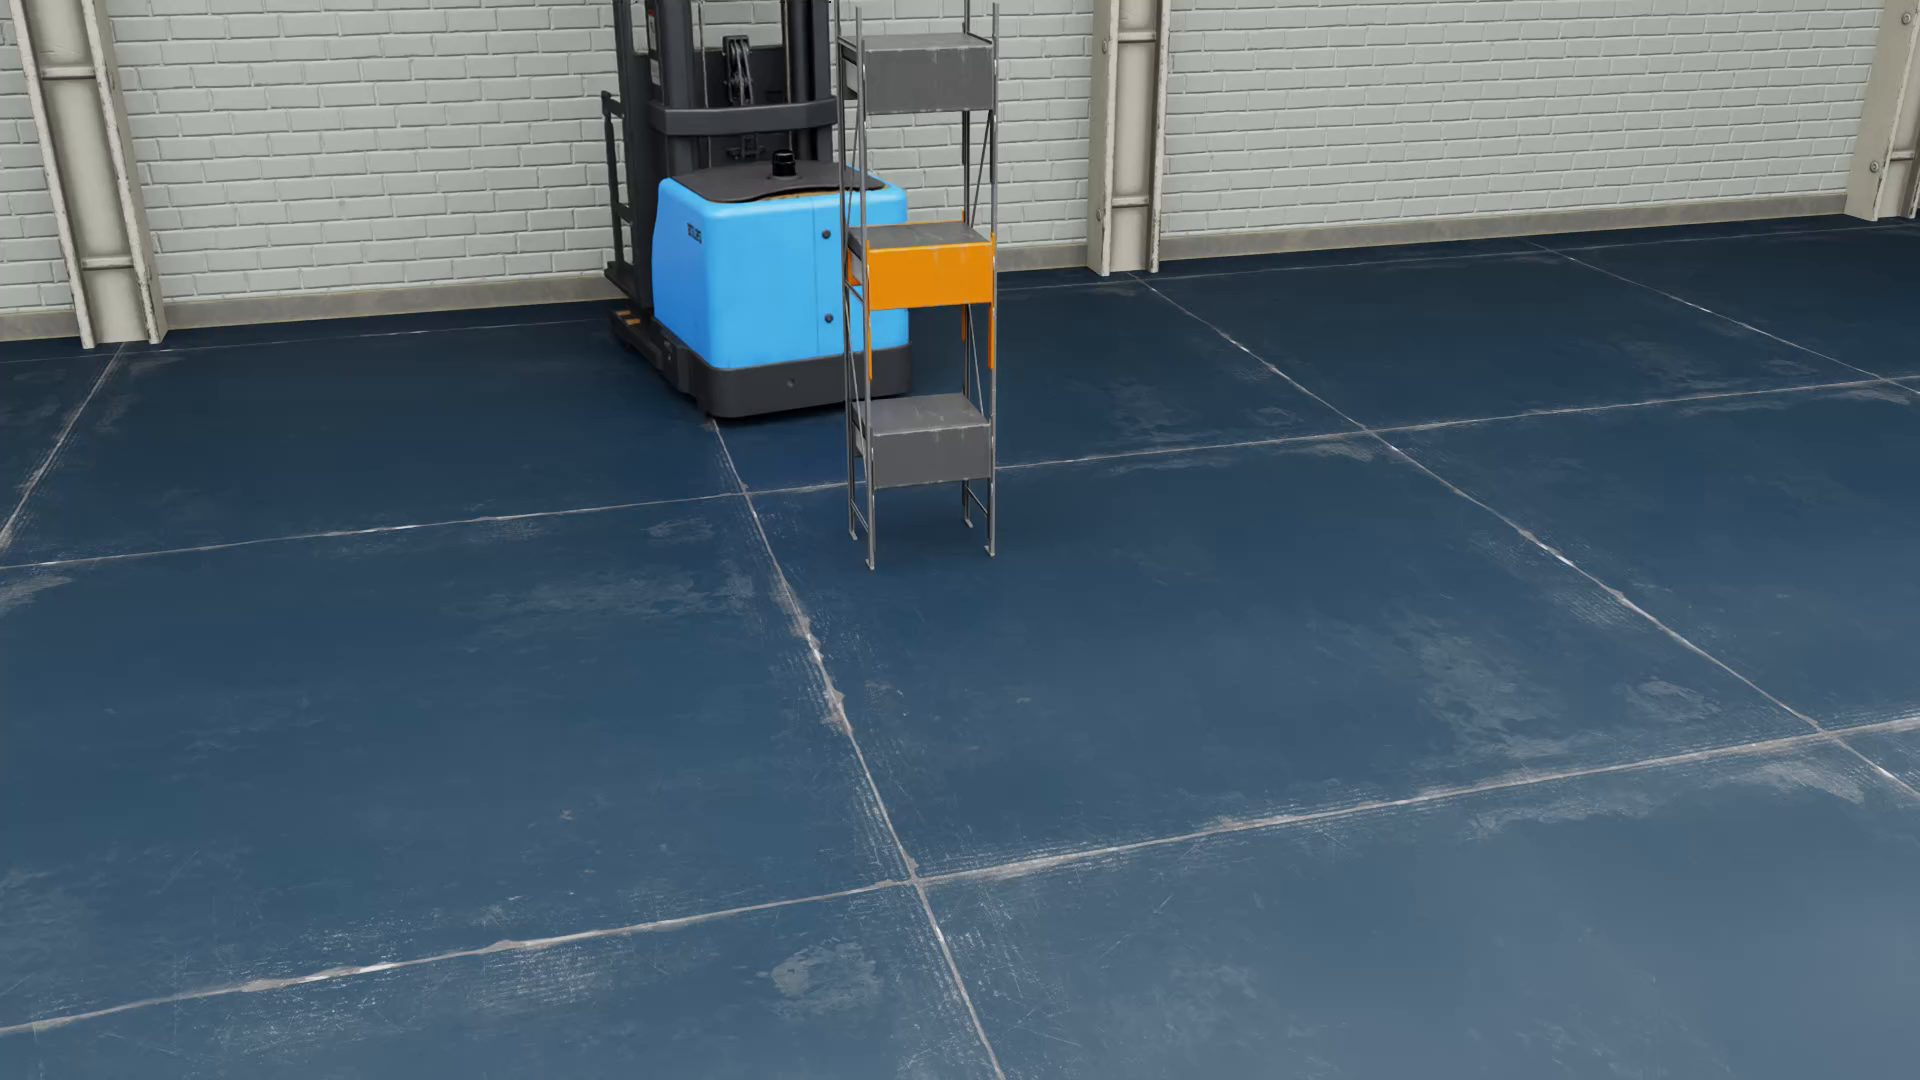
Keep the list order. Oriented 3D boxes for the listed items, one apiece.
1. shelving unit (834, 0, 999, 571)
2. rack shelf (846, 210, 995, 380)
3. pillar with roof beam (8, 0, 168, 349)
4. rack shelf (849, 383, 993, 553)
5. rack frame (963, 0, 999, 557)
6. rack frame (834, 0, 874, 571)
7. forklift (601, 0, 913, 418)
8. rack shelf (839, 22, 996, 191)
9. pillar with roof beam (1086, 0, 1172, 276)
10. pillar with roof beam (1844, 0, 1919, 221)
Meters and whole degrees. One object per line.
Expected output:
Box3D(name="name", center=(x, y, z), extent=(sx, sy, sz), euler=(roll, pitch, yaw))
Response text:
Box3D(name="shelving unit", center=(-0.159, -0.947, 6.295), extent=(0.503, 2.100, 0.431), euler=(-6, 24, -14))
Box3D(name="rack shelf", center=(-0.159, -0.935, 6.300), extent=(0.480, 0.518, 0.431), euler=(-6, 24, -14))
Box3D(name="pillar with roof beam", center=(-3.554, -3.642, 3.826), extent=(0.400, 9.000, 9.100), euler=(-6, 24, -14))
Box3D(name="rack shelf", center=(-0.159, -0.291, 6.576), extent=(0.480, 0.518, 0.431), euler=(-6, 24, -14))
Box3D(name="rack frame", center=(0.076, -0.973, 6.355), extent=(0.015, 2.100, 0.400), euler=(-6, 24, -14))
Box3D(name="rack frame", center=(-0.394, -0.921, 6.234), extent=(0.015, 2.100, 0.400), euler=(-6, 24, -14))
Box3D(name="forklift", center=(-1.327, -2.476, 8.803), extent=(1.130, 2.935, 3.031), euler=(-11, 25, -23))
Box3D(name="rack shelf", center=(-0.159, -1.578, 6.024), extent=(0.480, 0.518, 0.431), euler=(-6, 24, -14))
Box3D(name="pillar with roof beam", center=(2.223, -4.281, 5.316), extent=(0.400, 9.000, 9.100), euler=(-6, 24, -14))
Box3D(name="pillar with roof beam", center=(8.000, -4.920, 6.805), extent=(0.400, 9.000, 9.100), euler=(-6, 24, -14))
